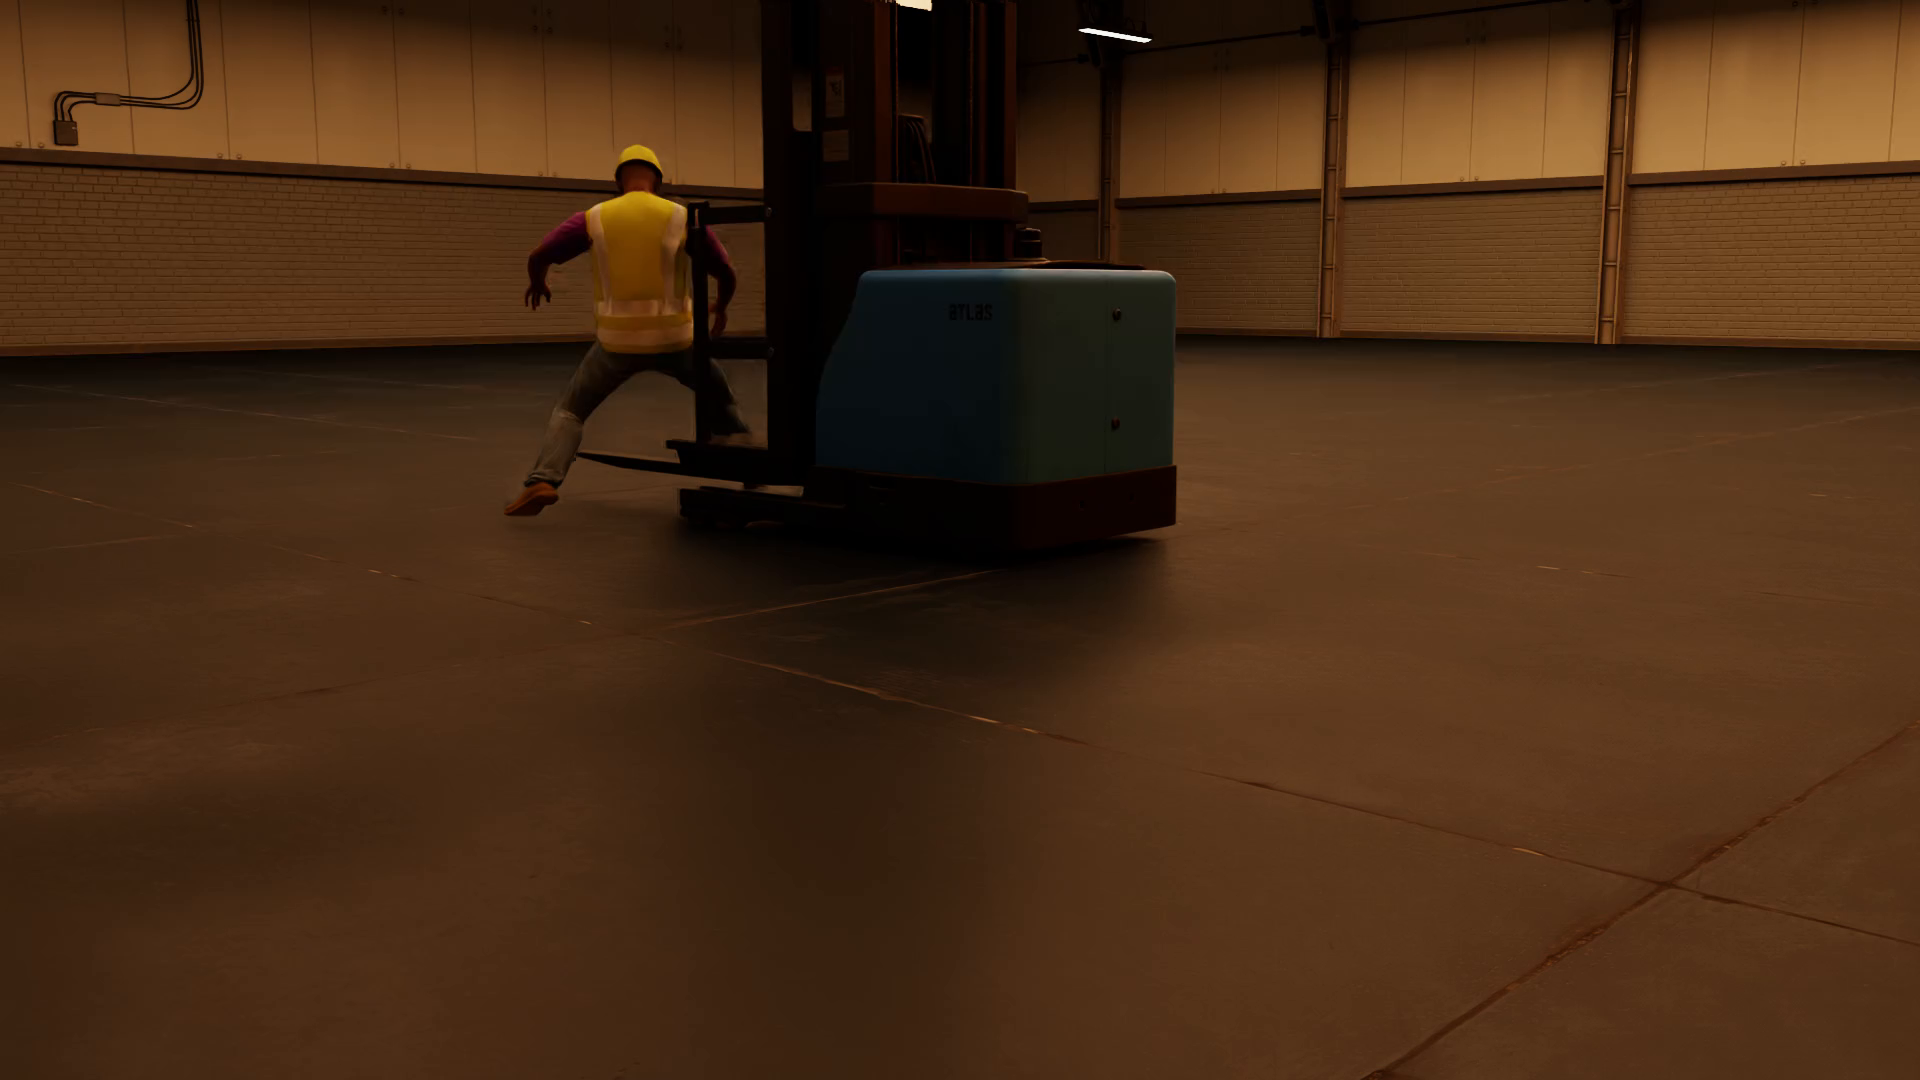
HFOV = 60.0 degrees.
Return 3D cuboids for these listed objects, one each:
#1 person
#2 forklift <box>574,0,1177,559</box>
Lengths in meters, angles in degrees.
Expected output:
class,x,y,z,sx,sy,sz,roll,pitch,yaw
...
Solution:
class,x,y,z,sx,sy,sz,roll,pitch,yaw
person,-1.436,-0.946,7.410,1.119,1.591,1.012,-1,9,-7
forklift,-0.562,-1.541,7.105,3.031,2.935,1.130,8,12,42
